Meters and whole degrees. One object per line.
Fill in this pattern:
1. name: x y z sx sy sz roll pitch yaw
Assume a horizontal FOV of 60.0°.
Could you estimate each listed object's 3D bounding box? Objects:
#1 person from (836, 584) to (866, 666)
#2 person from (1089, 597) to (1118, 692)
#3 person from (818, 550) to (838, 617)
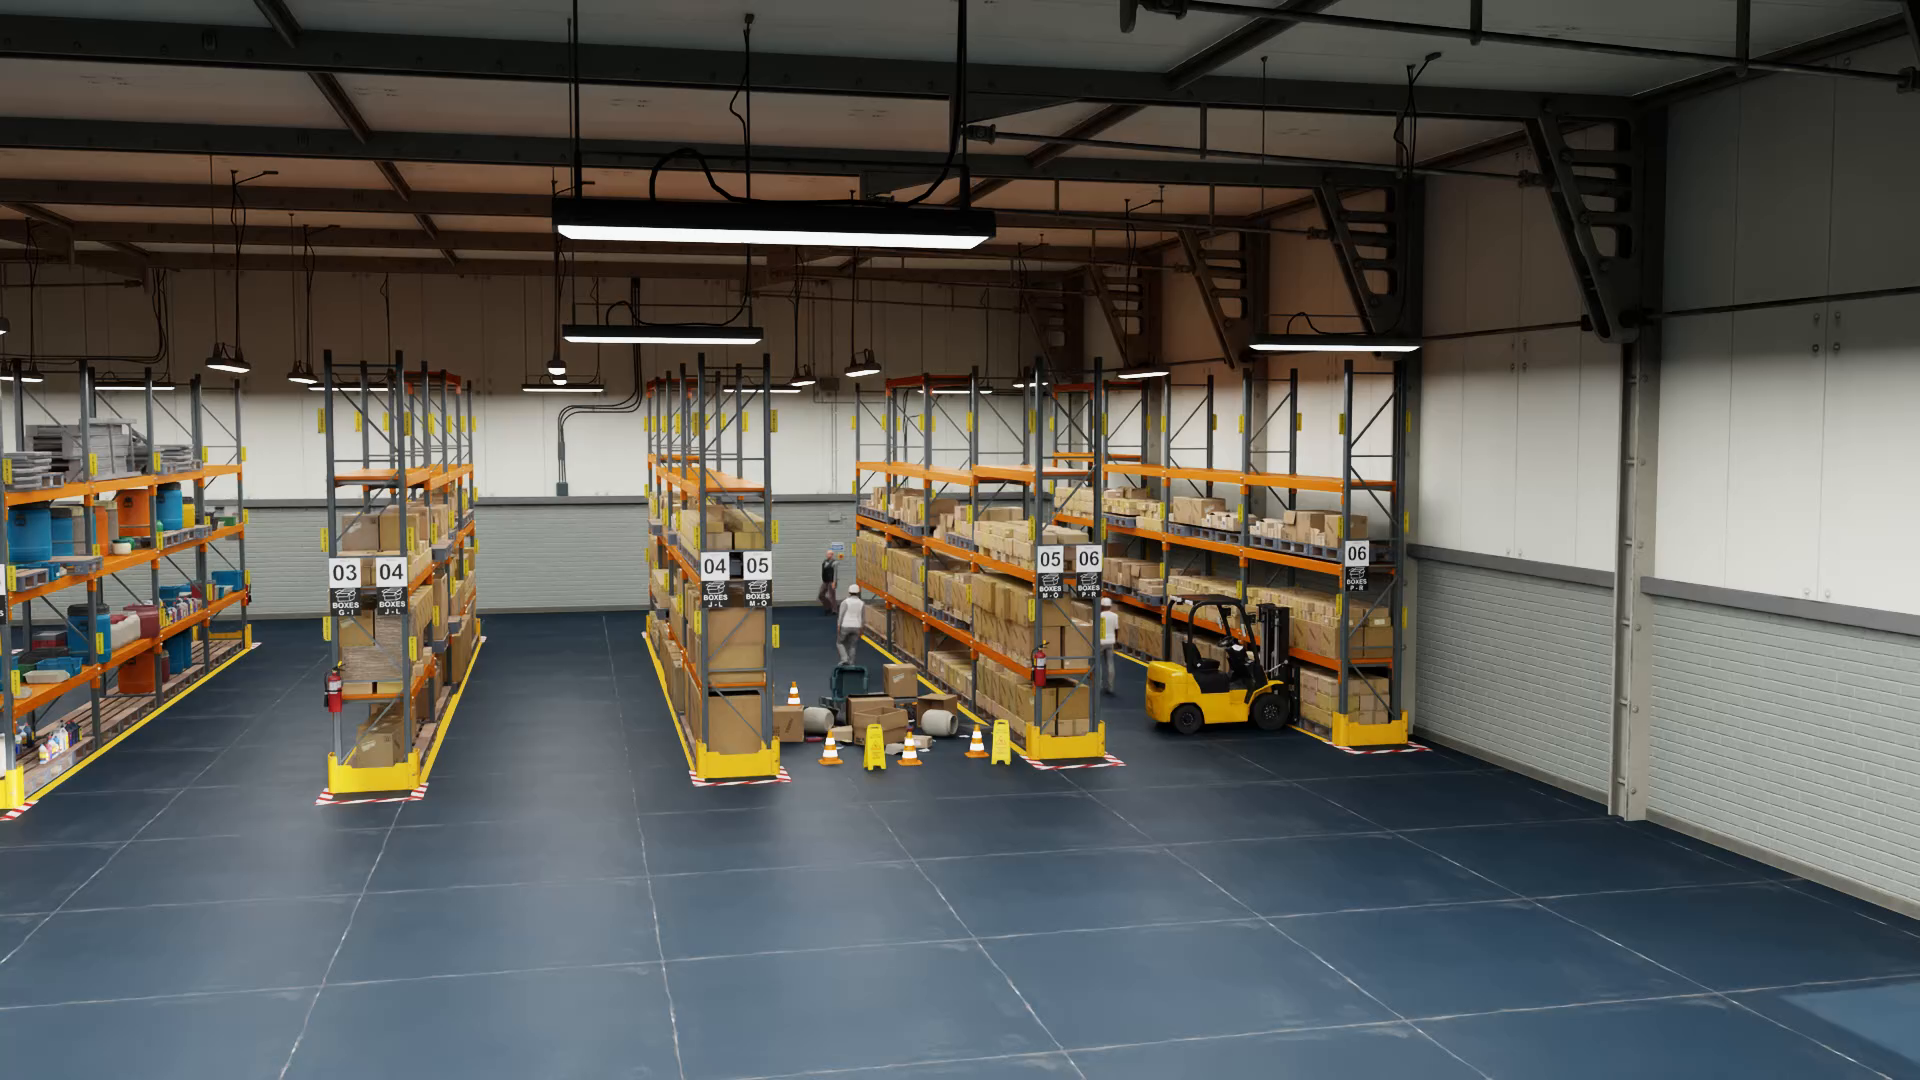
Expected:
1. person: -2.222 1.774 33.613 0.638 1.771 0.464 -1 4 -17
2. person: 2.739 1.981 31.124 0.573 1.810 0.602 -1 4 -20
3. person: -3.416 1.135 43.242 0.478 1.749 0.582 -3 5 -38
